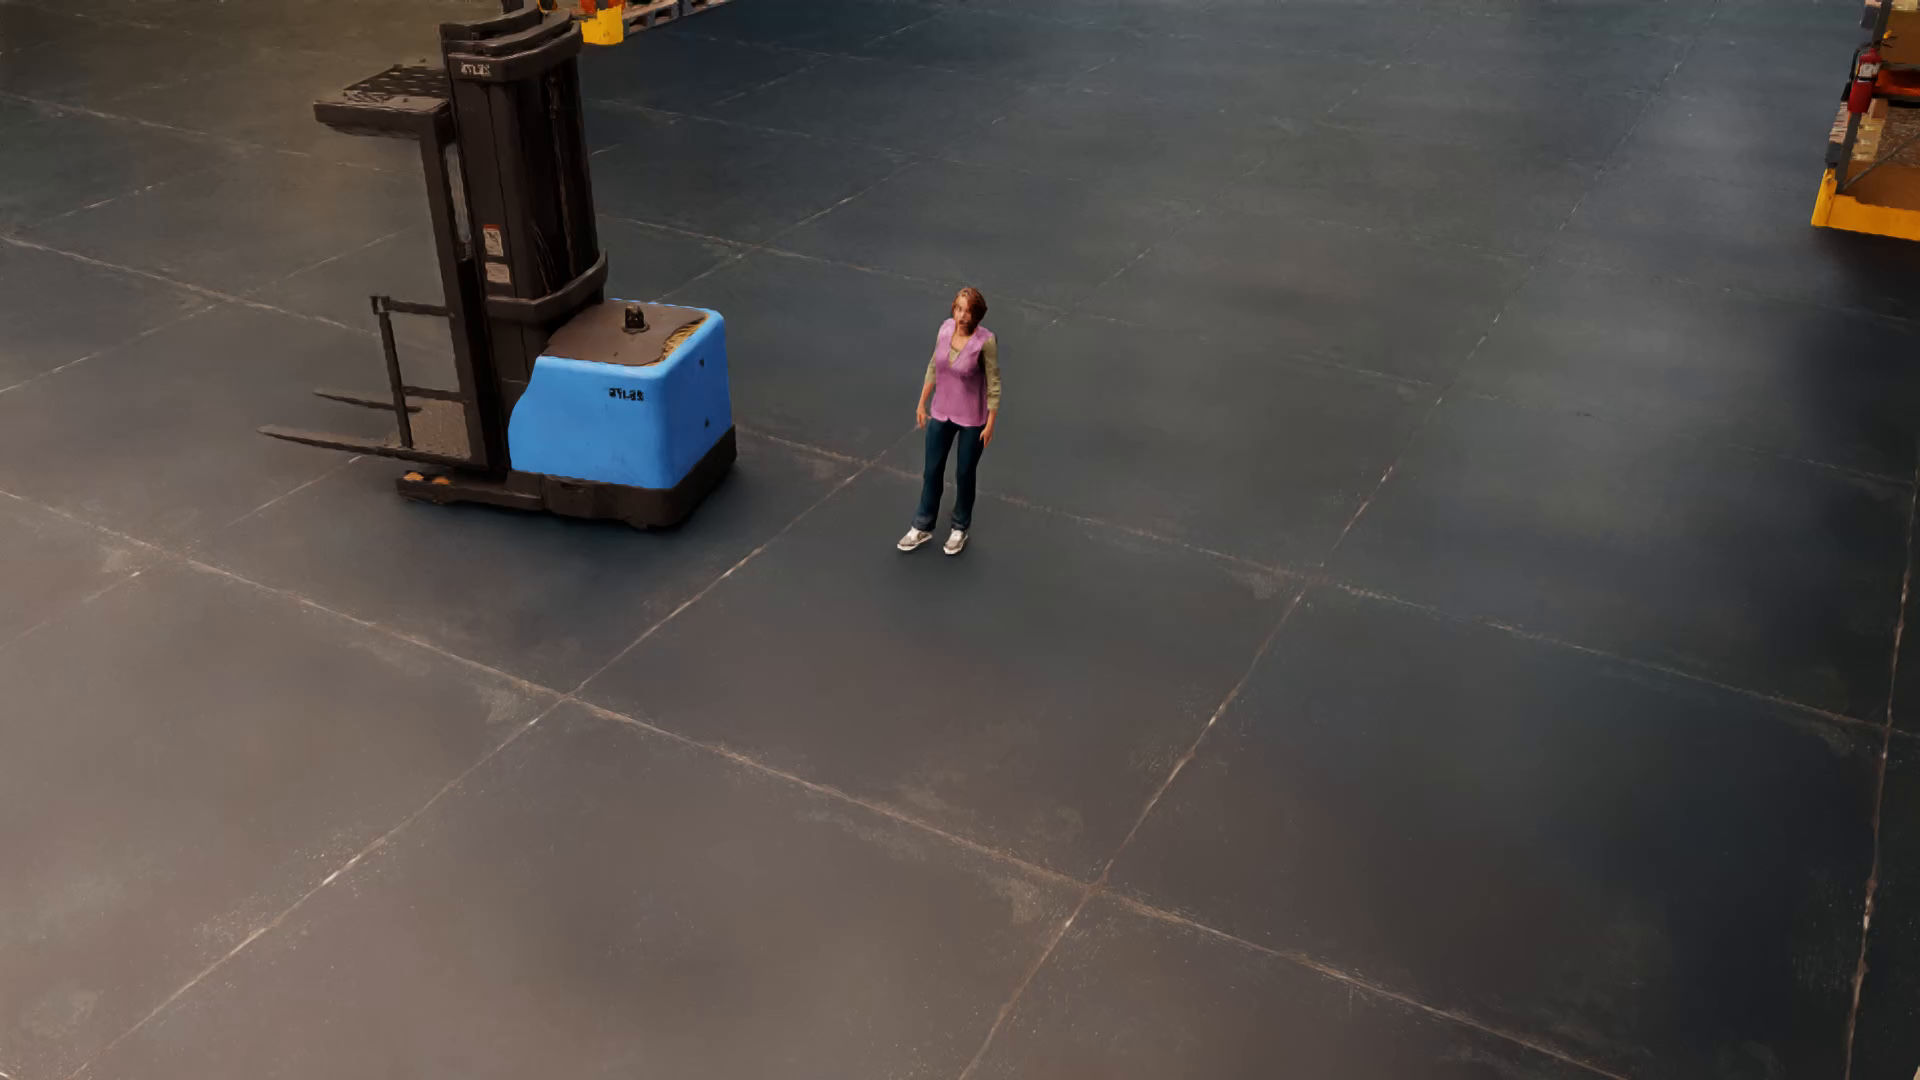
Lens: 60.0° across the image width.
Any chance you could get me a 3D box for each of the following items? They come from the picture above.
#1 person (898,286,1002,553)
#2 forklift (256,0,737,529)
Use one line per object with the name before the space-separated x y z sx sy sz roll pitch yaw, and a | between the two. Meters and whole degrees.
person | -0.048 -0.669 9.550 0.520 1.597 0.474 15 33 25
forklift | -3.024 -1.740 10.085 3.031 2.935 1.130 8 31 14
